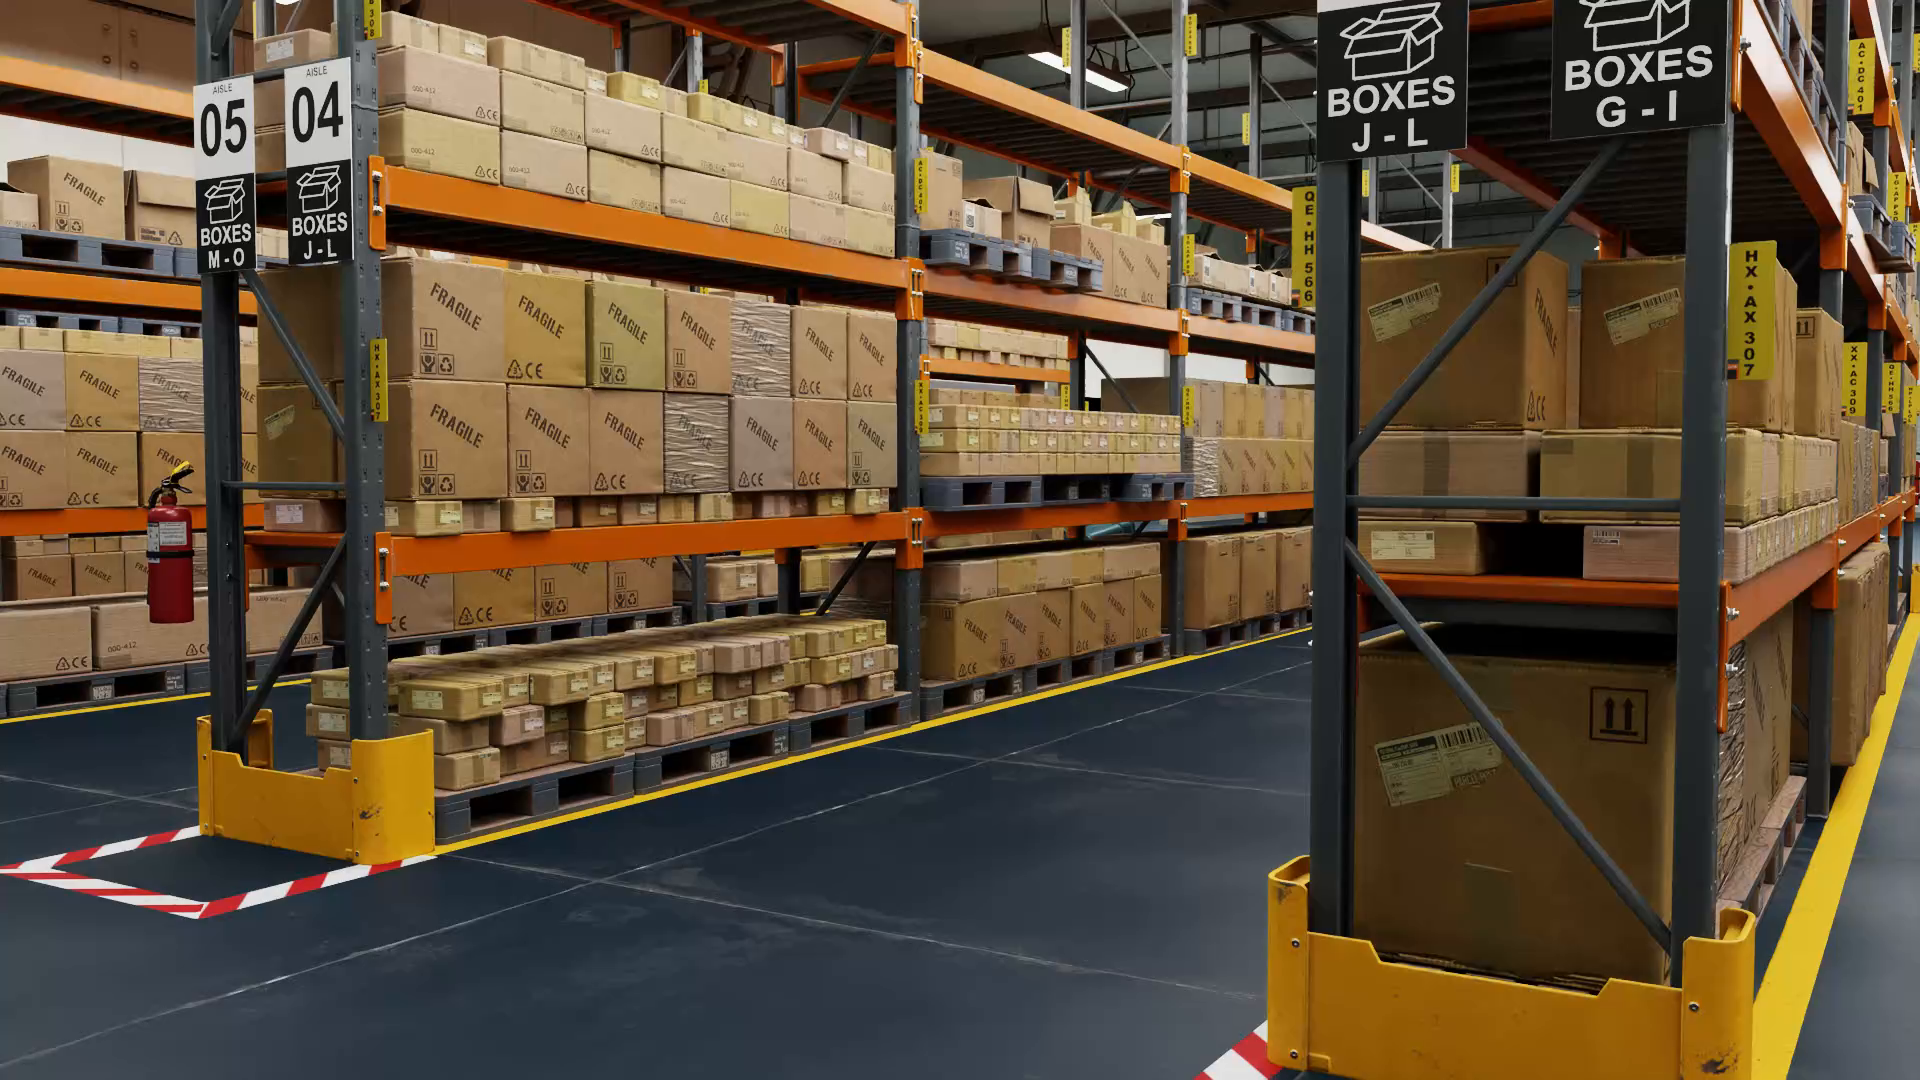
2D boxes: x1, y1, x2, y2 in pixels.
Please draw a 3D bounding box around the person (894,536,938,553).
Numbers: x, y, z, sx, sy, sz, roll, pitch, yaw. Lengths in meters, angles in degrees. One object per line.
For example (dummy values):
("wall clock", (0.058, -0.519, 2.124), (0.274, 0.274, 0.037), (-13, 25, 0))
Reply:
("person", (-0.398, -0.035, 16.249), (0.598, 1.825, 0.703), (2, 3, 30))
